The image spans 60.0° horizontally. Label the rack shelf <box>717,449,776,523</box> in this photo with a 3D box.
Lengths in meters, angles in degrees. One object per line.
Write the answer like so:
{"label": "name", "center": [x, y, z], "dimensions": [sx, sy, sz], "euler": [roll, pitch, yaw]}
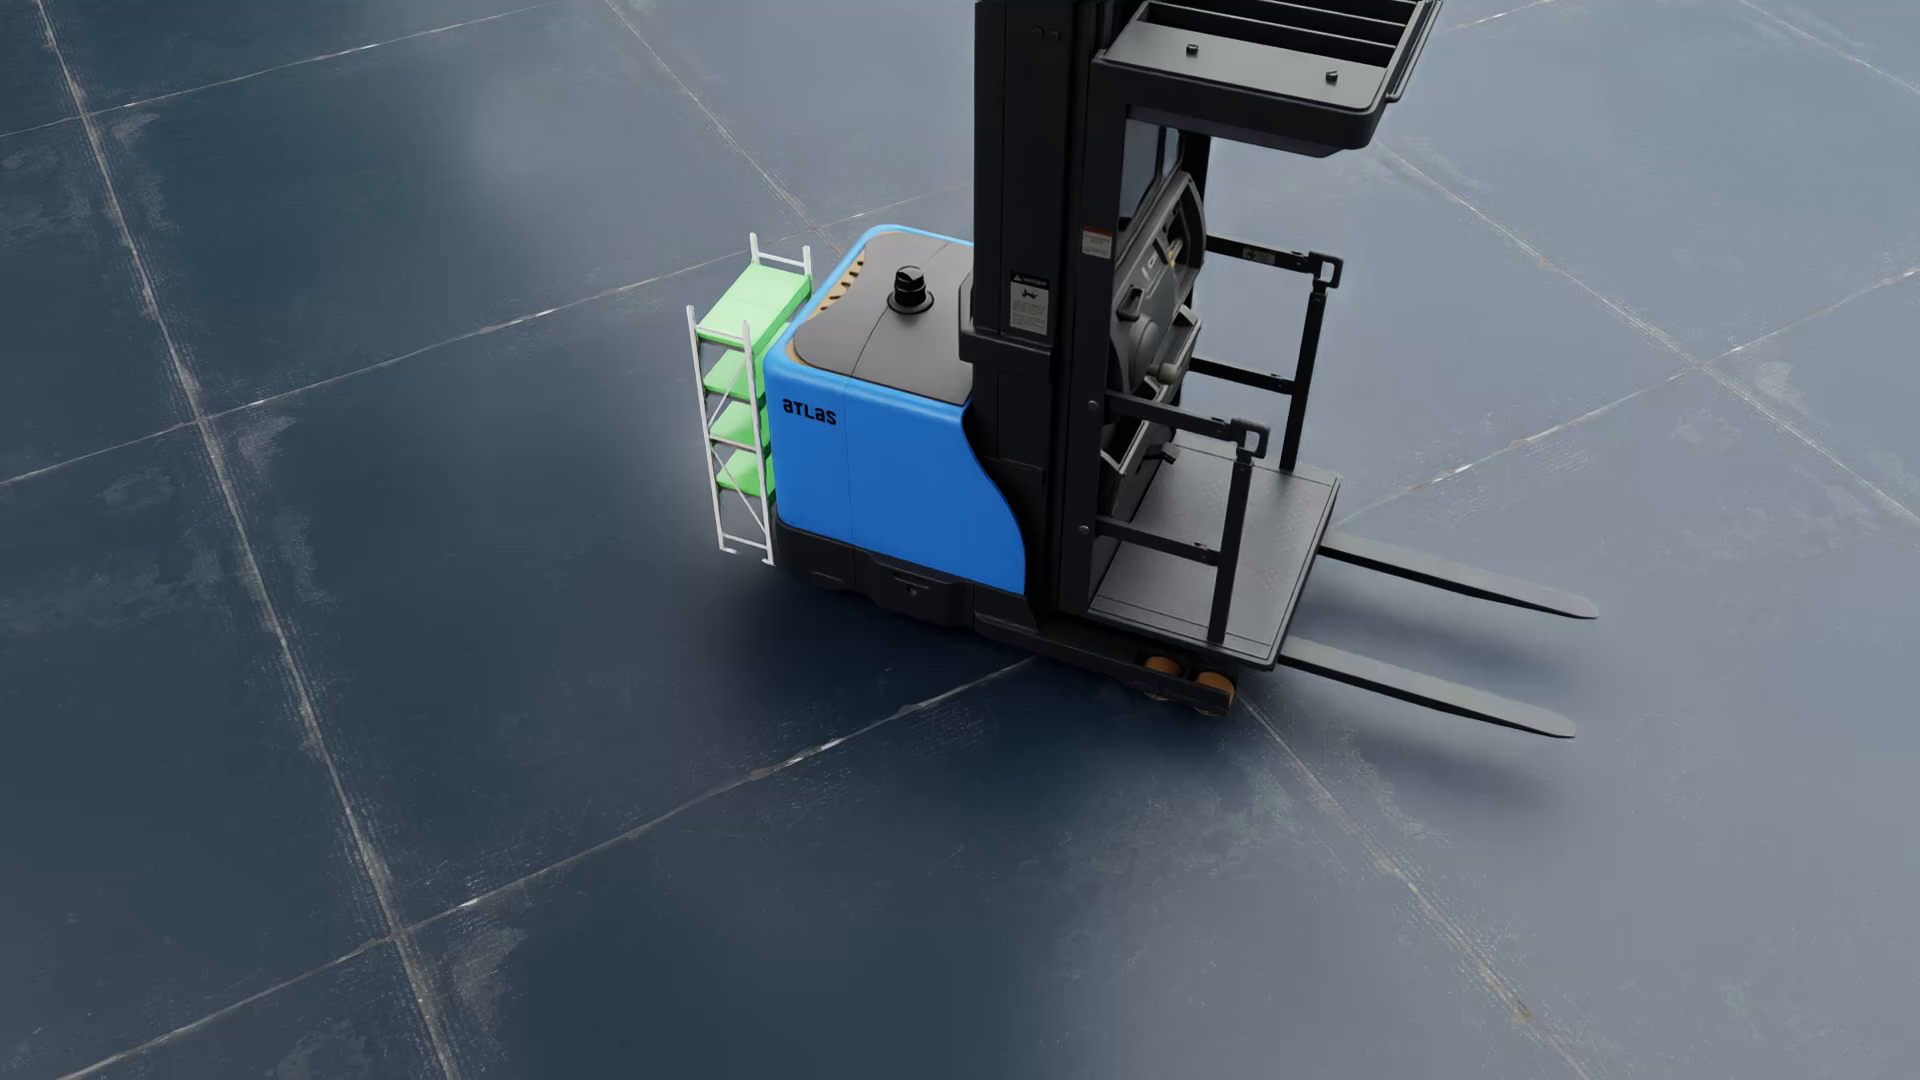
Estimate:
{"label": "rack shelf", "center": [-0.762, -0.304, 6.638], "dimensions": [0.258, 0.148, 0.480], "euler": [16, 46, 16]}

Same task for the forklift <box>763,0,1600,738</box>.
{"label": "forklift", "center": [0.849, -0.831, 5.502], "dimensions": [3.031, 2.935, 1.130], "euler": [16, 46, 16]}

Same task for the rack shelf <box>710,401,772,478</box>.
{"label": "rack shelf", "center": [-0.762, -0.476, 6.471], "dimensions": [0.258, 0.148, 0.480], "euler": [16, 46, 16]}

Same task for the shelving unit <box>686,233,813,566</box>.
{"label": "shelving unit", "center": [-0.762, -0.522, 6.427], "dimensions": [0.258, 1.200, 0.503], "euler": [16, 46, 16]}

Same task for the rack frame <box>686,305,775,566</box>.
{"label": "rack frame", "center": [-0.853, -0.365, 6.264], "dimensions": [0.240, 1.200, 0.015], "euler": [16, 46, 16]}

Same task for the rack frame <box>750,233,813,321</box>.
{"label": "rack frame", "center": [-0.670, -0.680, 6.589], "dimensions": [0.240, 1.200, 0.015], "euler": [16, 46, 16]}

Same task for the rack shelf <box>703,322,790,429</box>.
{"label": "rack shelf", "center": [-0.762, -0.649, 6.304], "dimensions": [0.258, 0.148, 0.480], "euler": [16, 46, 16]}

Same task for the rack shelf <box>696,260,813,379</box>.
{"label": "rack shelf", "center": [-0.762, -0.821, 6.137], "dimensions": [0.258, 0.148, 0.480], "euler": [16, 46, 16]}
